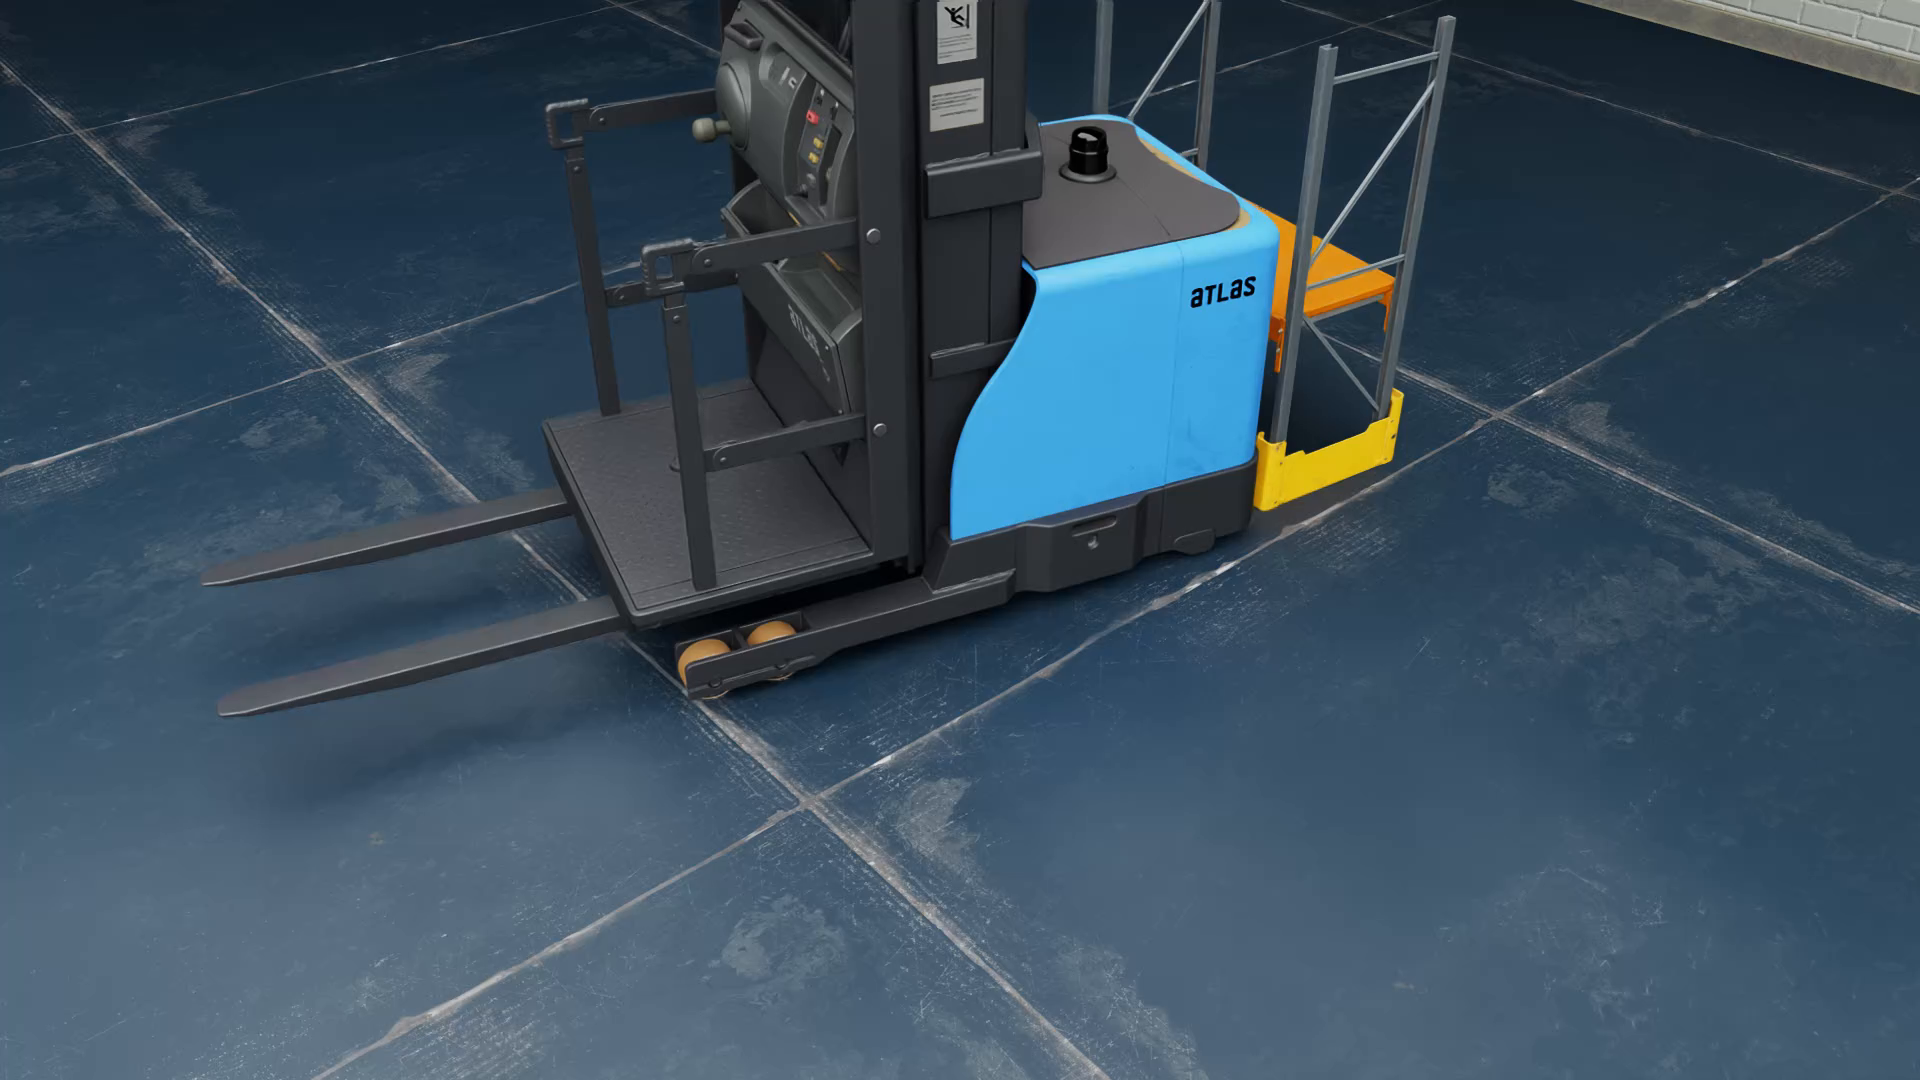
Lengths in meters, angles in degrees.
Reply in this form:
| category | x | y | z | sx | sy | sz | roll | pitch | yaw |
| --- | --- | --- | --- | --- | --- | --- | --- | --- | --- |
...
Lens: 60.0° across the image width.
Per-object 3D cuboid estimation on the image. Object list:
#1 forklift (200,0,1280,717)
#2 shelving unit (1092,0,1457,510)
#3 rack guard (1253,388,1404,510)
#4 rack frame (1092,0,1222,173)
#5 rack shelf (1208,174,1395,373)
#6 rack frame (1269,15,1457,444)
| category | x | y | z | sx | sy | sz | roll | pitch | yaw |
| --- | --- | --- | --- | --- | --- | --- | --- | --- | --- |
| forklift | -0.645 | -1.102 | 4.270 | 3.031 | 2.935 | 1.130 | -15 | 38 | -20 |
| shelving unit | 0.939 | -1.058 | 5.446 | 0.587 | 1.500 | 1.083 | -20 | 40 | -26 |
| rack guard | 1.205 | -0.305 | 5.464 | 0.587 | 0.250 | 0.087 | -20 | 40 | -26 |
| rack frame | 0.661 | -1.310 | 5.803 | 0.500 | 1.500 | 0.032 | -20 | 40 | -26 |
| rack shelf | 0.934 | -0.916 | 5.556 | 0.538 | 0.185 | 1.000 | -20 | 40 | -26 |
| rack frame | 1.206 | -0.814 | 5.102 | 0.500 | 1.500 | 0.032 | -20 | 40 | -26 |
